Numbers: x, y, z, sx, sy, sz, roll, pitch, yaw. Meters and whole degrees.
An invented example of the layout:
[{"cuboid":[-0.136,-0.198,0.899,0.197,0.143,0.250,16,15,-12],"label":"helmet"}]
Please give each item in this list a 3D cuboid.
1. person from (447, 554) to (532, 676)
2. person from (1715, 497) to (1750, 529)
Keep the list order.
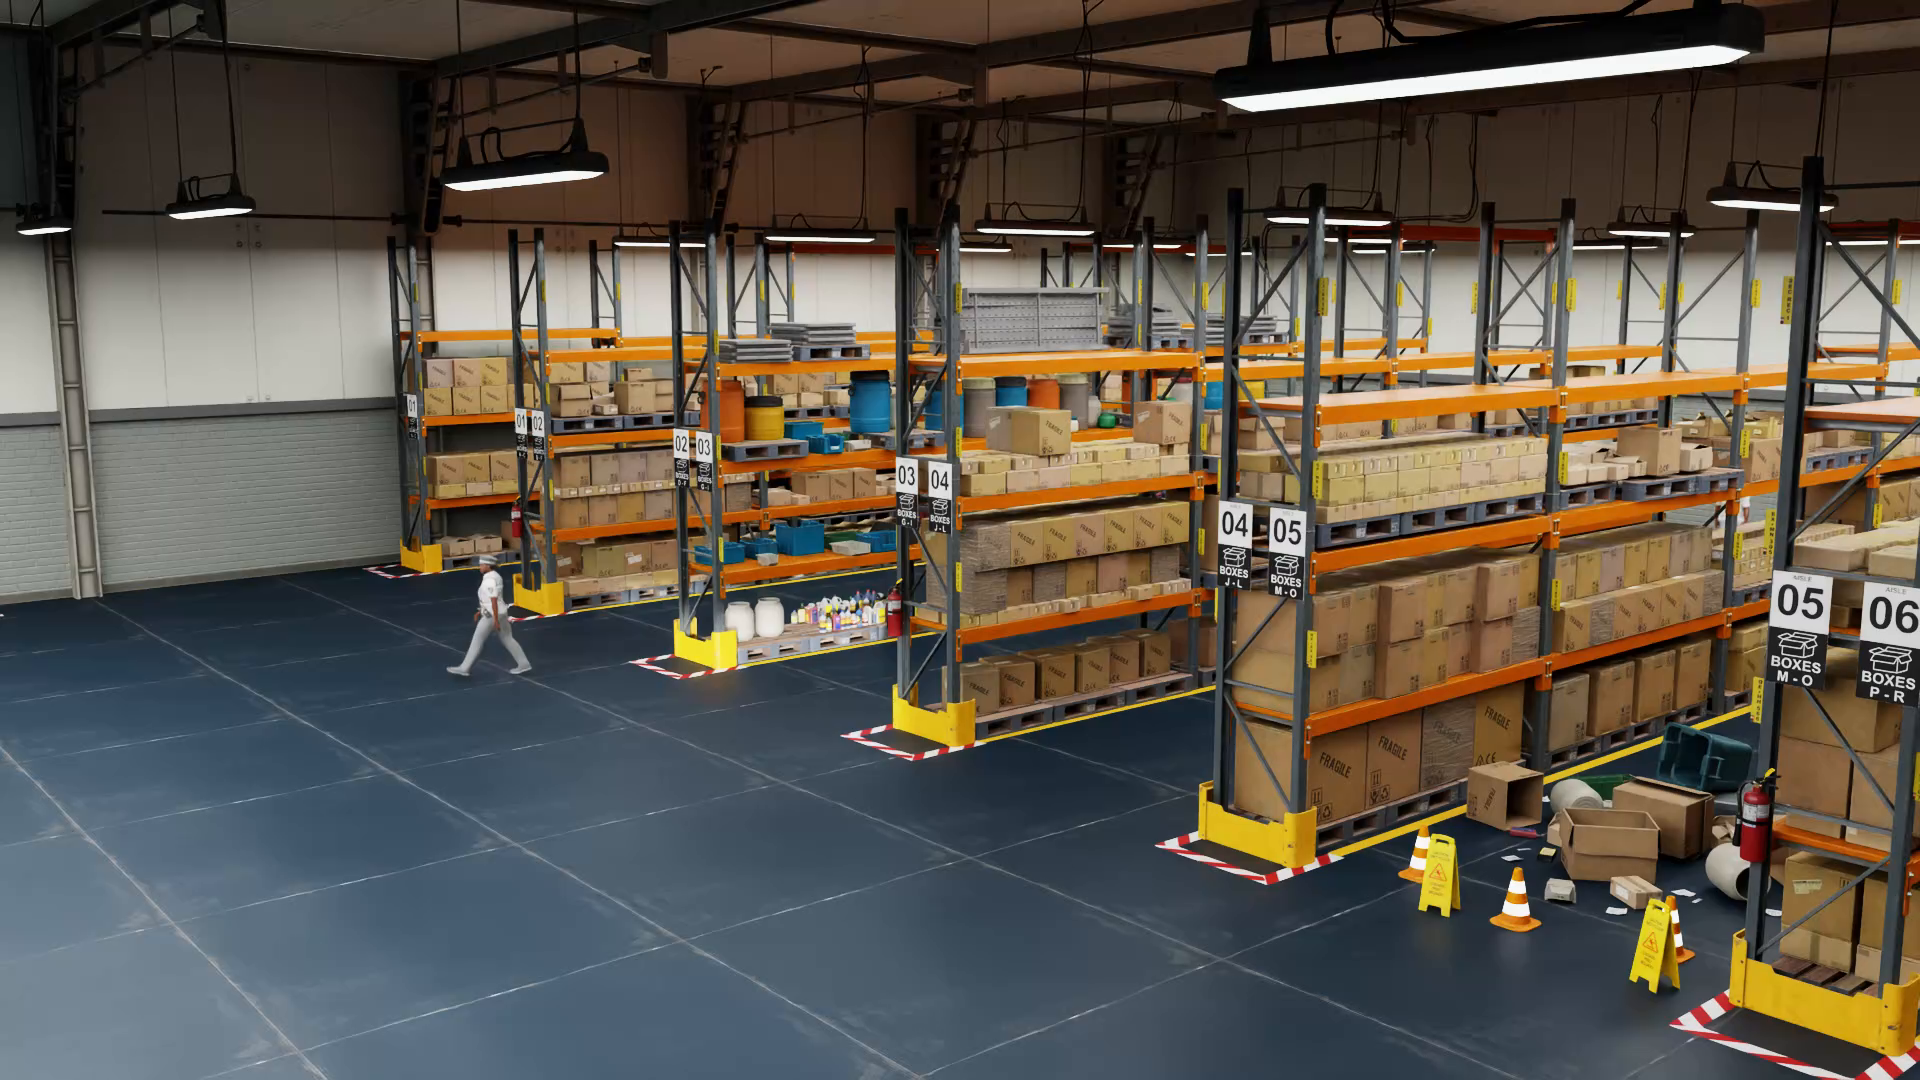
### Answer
[{"cuboid":[-6.230,0.987,21.965,1.031,1.617,0.498,1,9,5],"label":"person"},{"cuboid":[14.068,-0.352,30.321,0.563,1.703,1.121,4,9,22],"label":"person"}]
